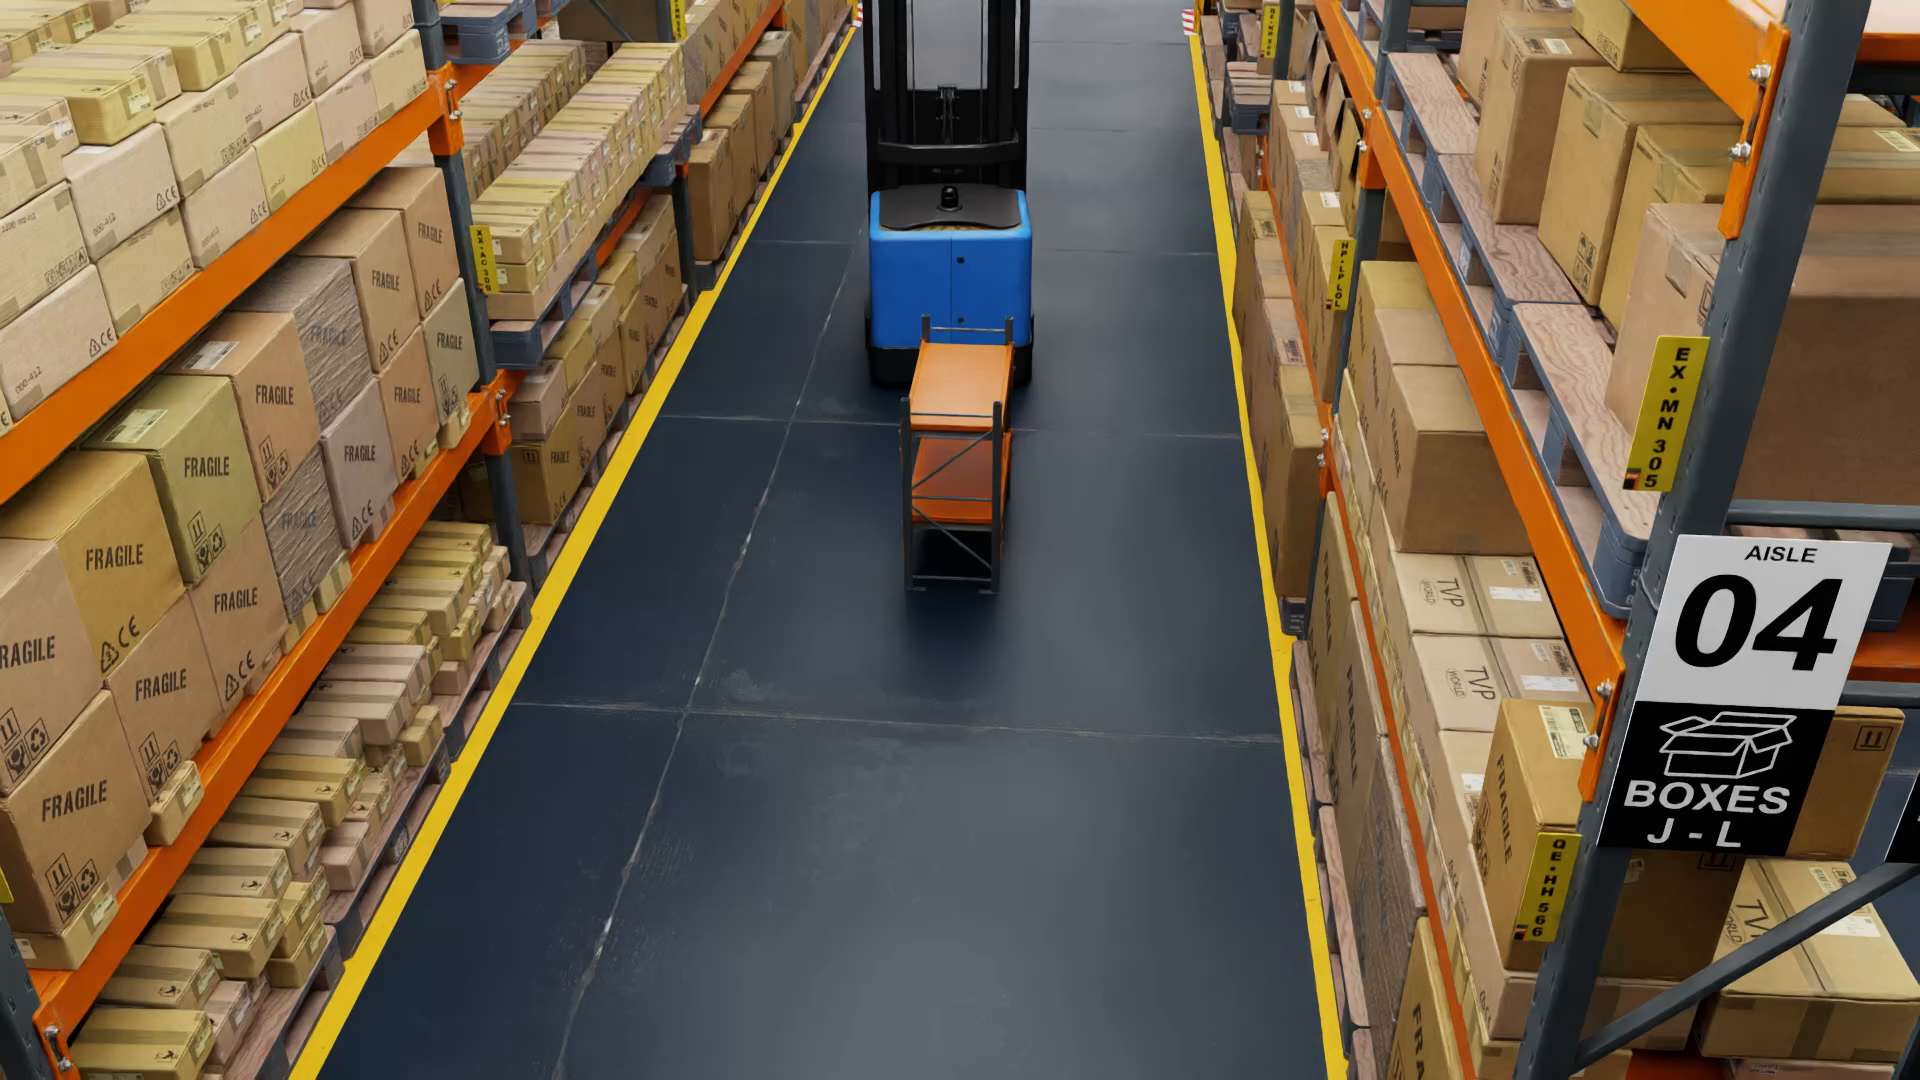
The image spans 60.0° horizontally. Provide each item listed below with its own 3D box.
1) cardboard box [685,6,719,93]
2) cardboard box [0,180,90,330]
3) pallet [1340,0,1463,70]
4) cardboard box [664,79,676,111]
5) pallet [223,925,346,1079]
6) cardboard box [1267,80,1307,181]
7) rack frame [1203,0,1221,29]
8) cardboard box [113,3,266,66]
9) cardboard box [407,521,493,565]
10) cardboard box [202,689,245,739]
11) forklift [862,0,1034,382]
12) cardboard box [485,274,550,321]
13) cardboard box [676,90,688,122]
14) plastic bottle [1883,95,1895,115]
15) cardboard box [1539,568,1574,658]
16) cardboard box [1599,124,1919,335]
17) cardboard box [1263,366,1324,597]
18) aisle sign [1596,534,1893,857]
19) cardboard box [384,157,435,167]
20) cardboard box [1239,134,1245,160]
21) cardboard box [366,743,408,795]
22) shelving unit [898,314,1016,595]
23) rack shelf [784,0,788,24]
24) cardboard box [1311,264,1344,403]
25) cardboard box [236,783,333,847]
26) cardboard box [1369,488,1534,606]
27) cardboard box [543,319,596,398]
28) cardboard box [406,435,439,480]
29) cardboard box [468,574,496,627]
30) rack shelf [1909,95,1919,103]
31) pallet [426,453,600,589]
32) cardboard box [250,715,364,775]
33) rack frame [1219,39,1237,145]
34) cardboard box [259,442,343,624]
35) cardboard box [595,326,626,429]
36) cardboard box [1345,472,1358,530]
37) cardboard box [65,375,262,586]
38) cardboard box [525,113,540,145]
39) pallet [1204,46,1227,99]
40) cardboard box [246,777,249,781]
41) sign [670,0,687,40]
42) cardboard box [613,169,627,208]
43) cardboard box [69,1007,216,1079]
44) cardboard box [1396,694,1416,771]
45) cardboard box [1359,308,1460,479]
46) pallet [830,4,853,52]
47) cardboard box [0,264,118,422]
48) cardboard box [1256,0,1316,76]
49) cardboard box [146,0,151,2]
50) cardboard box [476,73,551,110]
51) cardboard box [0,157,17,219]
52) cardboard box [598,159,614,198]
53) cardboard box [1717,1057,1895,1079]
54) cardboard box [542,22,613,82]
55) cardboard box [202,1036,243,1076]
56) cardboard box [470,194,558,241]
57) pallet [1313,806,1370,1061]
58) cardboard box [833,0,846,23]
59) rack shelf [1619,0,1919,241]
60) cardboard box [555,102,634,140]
[{"bbox_3d":[-2.064,-3.564,12.079,0.500,0.500,0.500,2,32,4],"label":"cardboard box"},{"bbox_3d":[-2.723,-0.766,4.442,0.500,0.250,0.500,2,32,3],"label":"cardboard box"},{"bbox_3d":[2.227,-2.353,7.532,0.805,0.209,1.217,1,32,2],"label":"pallet"},{"bbox_3d":[-2.015,-2.813,10.511,0.380,0.149,0.250,4,32,6],"label":"cardboard box"},{"bbox_3d":[-2.952,1.875,6.006,1.003,0.211,1.213,2,32,4],"label":"pallet"},{"bbox_3d":[2.216,-2.567,10.462,0.500,0.500,0.500,3,32,5],"label":"cardboard box"},{"bbox_3d":[3.178,-6.951,17.670,1.000,3.000,0.127,2,32,4],"label":"rack frame"},{"bbox_3d":[-2.567,-1.684,5.550,0.380,0.149,0.250,2,32,4],"label":"cardboard box"},{"bbox_3d":[-2.503,0.038,8.079,0.380,0.149,0.250,3,32,5],"label":"cardboard box"},{"bbox_3d":[-2.721,0.547,5.742,0.380,0.149,0.250,2,32,3],"label":"cardboard box"},{"bbox_3d":[-0.098,-3.010,11.341,1.130,2.935,3.031,-1,32,-1],"label":"forklift"},{"bbox_3d":[-2.243,-1.199,8.175,0.380,0.149,0.250,1,32,2],"label":"cardboard box"},{"bbox_3d":[-1.990,-2.826,10.816,0.380,0.149,0.250,3,32,5],"label":"cardboard box"},{"bbox_3d":[8.252,-3.821,14.773,0.097,0.271,0.097,0,32,0],"label":"plastic bottle"},{"bbox_3d":[2.301,0.306,5.754,0.500,0.250,0.500,2,32,3],"label":"cardboard box"},{"bbox_3d":[2.031,-0.688,4.058,0.700,0.500,0.500,1,32,2],"label":"cardboard box"},{"bbox_3d":[2.233,-0.286,8.479,1.225,0.875,0.875,3,32,4],"label":"cardboard box"},{"bbox_3d":[1.571,0.334,3.371,0.394,0.787,0.004,2,32,4],"label":"aisle sign"},{"bbox_3d":[-2.831,-1.897,8.741,0.380,0.149,0.250,2,32,4],"label":"cardboard box"},{"bbox_3d":[2.724,-3.413,13.893,0.700,0.500,0.500,2,32,4],"label":"cardboard box"},{"bbox_3d":[-2.599,0.989,7.104,0.380,0.149,0.250,3,32,5],"label":"cardboard box"},{"bbox_3d":[-0.001,-0.475,8.949,0.538,1.125,1.048,2,32,4],"label":"shelving unit"},{"bbox_3d":[-1.920,-5.863,16.591,1.077,0.370,4.000,2,32,4],"label":"rack shelf"},{"bbox_3d":[1.967,-0.975,7.877,0.500,0.500,0.500,3,32,4],"label":"cardboard box"},{"bbox_3d":[-2.714,1.108,6.627,0.380,0.149,0.250,4,32,7],"label":"cardboard box"},{"bbox_3d":[1.820,0.027,6.207,0.500,0.250,0.500,3,32,5],"label":"cardboard box"},{"bbox_3d":[-2.370,-1.028,9.327,0.500,0.250,0.500,3,32,5],"label":"cardboard box"},{"bbox_3d":[-2.518,-0.398,7.276,0.380,0.149,0.250,4,32,6],"label":"cardboard box"},{"bbox_3d":[-2.452,0.288,7.957,0.380,0.149,0.250,1,32,2],"label":"cardboard box"},{"bbox_3d":[7.626,-3.295,12.424,1.077,0.370,4.000,2,32,4],"label":"rack shelf"},{"bbox_3d":[-2.672,-0.161,9.309,1.003,0.211,1.213,2,32,4],"label":"pallet"},{"bbox_3d":[-2.666,0.849,6.764,0.380,0.149,0.250,3,32,4],"label":"cardboard box"},{"bbox_3d":[2.853,-4.859,14.276,1.000,3.000,0.127,2,32,4],"label":"rack frame"},{"bbox_3d":[-2.642,-0.044,6.084,0.500,0.500,0.500,2,32,3],"label":"cardboard box"},{"bbox_3d":[-2.339,-0.981,9.966,0.500,0.500,0.500,3,32,5],"label":"cardboard box"},{"bbox_3d":[1.804,-0.153,6.879,0.380,0.149,0.250,3,32,6],"label":"cardboard box"},{"bbox_3d":[-2.659,-0.202,5.388,0.500,0.500,0.500,2,32,3],"label":"cardboard box"},{"bbox_3d":[-2.728,-2.443,9.910,0.380,0.149,0.250,3,32,4],"label":"cardboard box"},{"bbox_3d":[2.969,-4.664,16.617,1.003,0.211,1.213,2,32,4],"label":"pallet"},{"bbox_3d":[-3.094,1.092,6.936,0.380,0.149,0.250,3,32,5],"label":"cardboard box"},{"bbox_3d":[-1.867,-3.473,10.999,0.100,0.325,0.005,2,32,4],"label":"sign"},{"bbox_3d":[-2.119,-2.013,9.497,0.380,0.149,0.250,1,32,2],"label":"cardboard box"},{"bbox_3d":[-2.678,1.673,5.426,0.380,0.149,0.250,1,32,2],"label":"cardboard box"},{"bbox_3d":[1.679,0.653,5.571,0.380,0.149,0.250,3,32,4],"label":"cardboard box"},{"bbox_3d":[1.860,-0.561,6.446,0.500,0.500,0.500,2,32,4],"label":"cardboard box"},{"bbox_3d":[-1.744,-5.607,18.147,1.003,0.211,1.213,2,32,4],"label":"pallet"},{"bbox_3d":[-2.721,-0.561,4.585,0.500,0.250,0.500,3,32,6],"label":"cardboard box"},{"bbox_3d":[2.477,-3.569,11.687,0.700,0.500,0.500,7,32,11],"label":"cardboard box"},{"bbox_3d":[-3.085,-1.986,6.041,0.380,0.149,0.250,2,32,3],"label":"cardboard box"},{"bbox_3d":[-2.705,-2.717,10.071,0.380,0.149,0.250,1,32,2],"label":"cardboard box"},{"bbox_3d":[-2.673,-0.876,4.239,0.380,0.149,0.250,2,32,4],"label":"cardboard box"},{"bbox_3d":[-2.142,-2.012,9.211,0.380,0.149,0.250,2,32,3],"label":"cardboard box"},{"bbox_3d":[2.233,1.351,4.438,0.380,0.149,0.250,3,32,5],"label":"cardboard box"},{"bbox_3d":[-2.639,-3.322,11.686,0.500,0.500,0.500,2,32,4],"label":"cardboard box"},{"bbox_3d":[-2.758,1.785,5.811,0.380,0.149,0.250,2,32,4],"label":"cardboard box"},{"bbox_3d":[-2.227,-1.598,8.256,0.380,0.149,0.250,3,32,5],"label":"cardboard box"},{"bbox_3d":[1.965,1.545,6.541,1.003,0.211,1.213,2,32,4],"label":"pallet"},{"bbox_3d":[-1.746,-6.132,17.966,0.875,0.875,0.875,3,32,4],"label":"cardboard box"},{"bbox_3d":[2.038,-1.707,4.510,1.077,0.370,4.000,2,32,4],"label":"rack shelf"},{"bbox_3d":[-2.099,-2.405,9.566,0.380,0.149,0.250,4,32,6],"label":"cardboard box"}]
